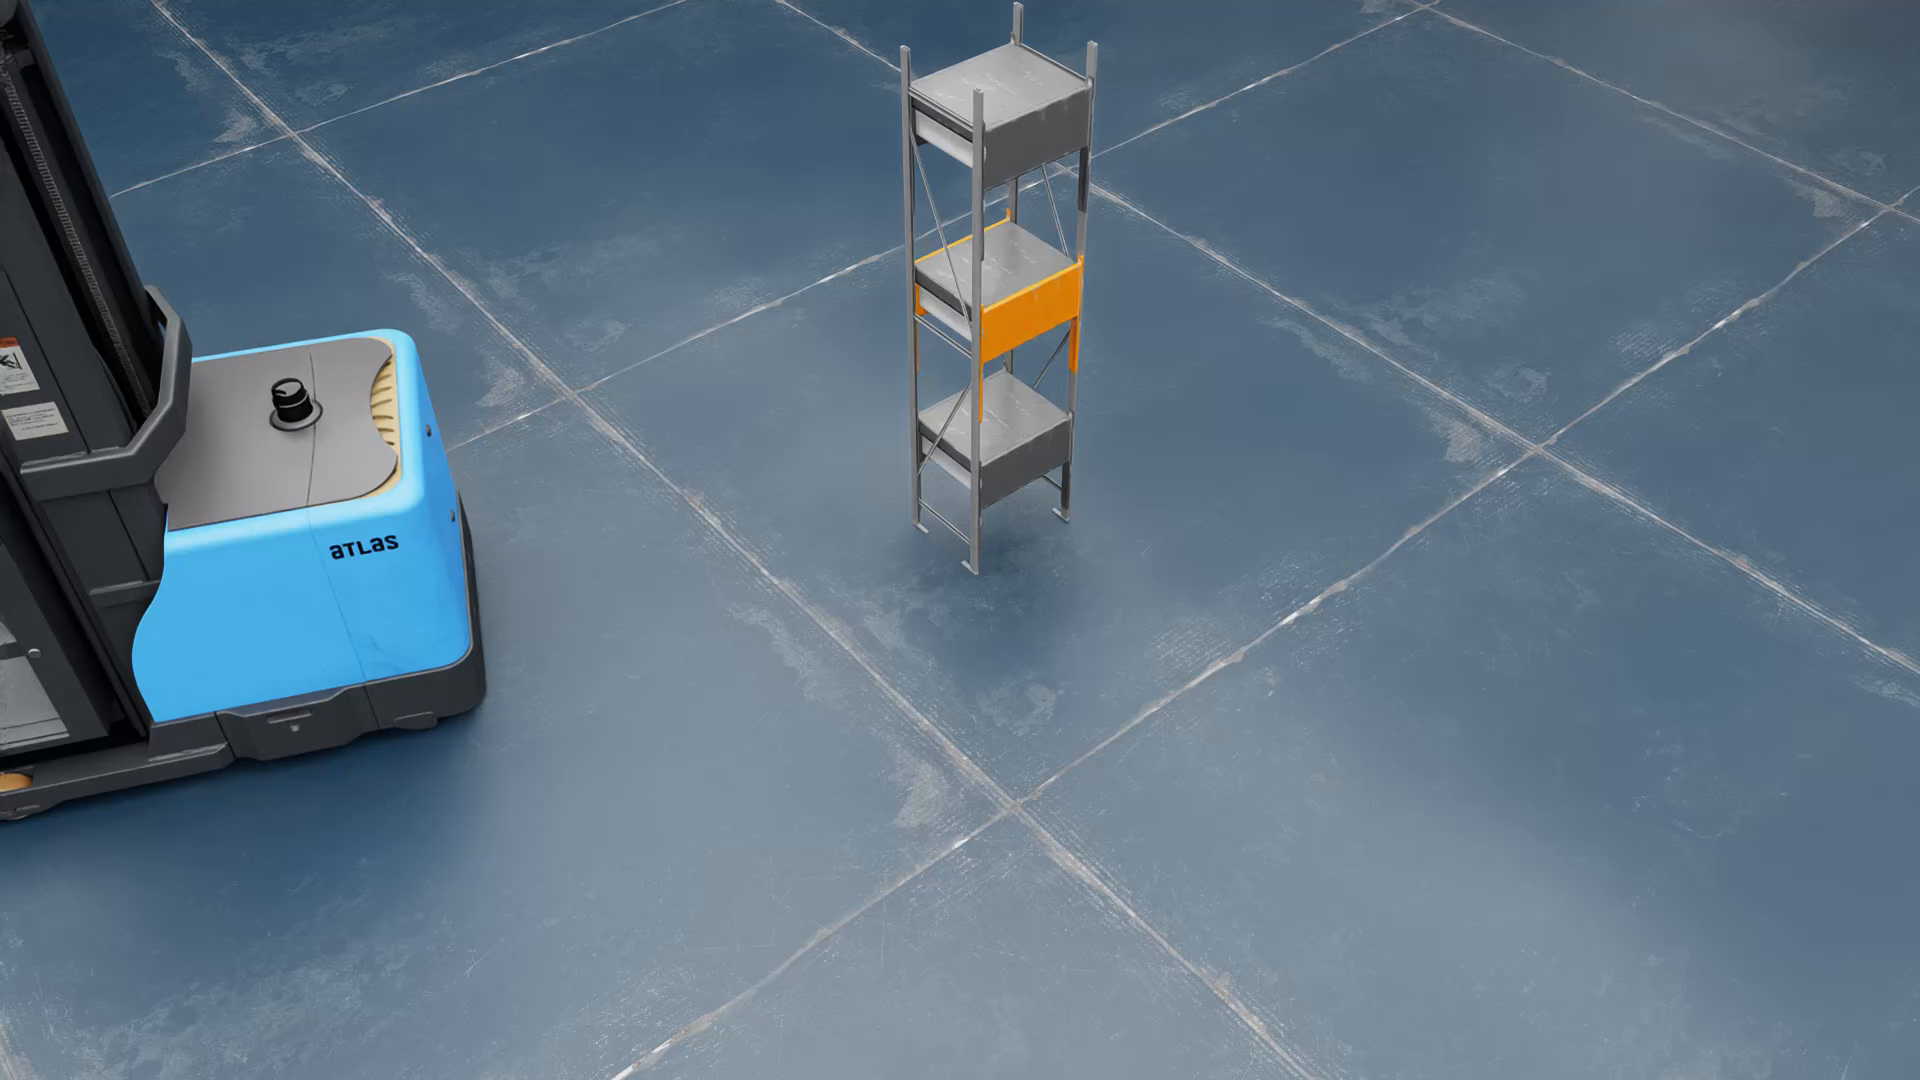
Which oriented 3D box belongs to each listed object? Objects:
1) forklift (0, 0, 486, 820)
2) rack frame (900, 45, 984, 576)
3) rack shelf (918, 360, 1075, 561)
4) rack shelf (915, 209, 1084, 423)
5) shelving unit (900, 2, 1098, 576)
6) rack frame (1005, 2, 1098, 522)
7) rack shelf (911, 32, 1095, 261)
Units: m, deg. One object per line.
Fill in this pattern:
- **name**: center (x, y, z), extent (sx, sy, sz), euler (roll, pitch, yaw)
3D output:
- **forklift**: center (-3.302, -0.475, 5.114), extent (3.031, 2.935, 1.130), euler (-11, 44, -11)
- **rack frame**: center (-0.060, -0.731, 5.994), extent (0.015, 2.100, 0.400), euler (-30, 51, -28)
- **rack shelf**: center (0.127, -0.318, 6.597), extent (0.480, 0.518, 0.431), euler (-30, 51, -28)
- **rack shelf**: center (0.127, -0.828, 6.118), extent (0.480, 0.518, 0.431), euler (-30, 51, -28)
- **shelving unit**: center (0.127, -0.838, 6.109), extent (0.503, 2.100, 0.431), euler (-30, 51, -28)
- **rack frame**: center (0.314, -0.945, 6.223), extent (0.015, 2.100, 0.400), euler (-30, 51, -28)
- **rack shelf**: center (0.127, -1.338, 5.639), extent (0.480, 0.518, 0.431), euler (-30, 51, -28)
